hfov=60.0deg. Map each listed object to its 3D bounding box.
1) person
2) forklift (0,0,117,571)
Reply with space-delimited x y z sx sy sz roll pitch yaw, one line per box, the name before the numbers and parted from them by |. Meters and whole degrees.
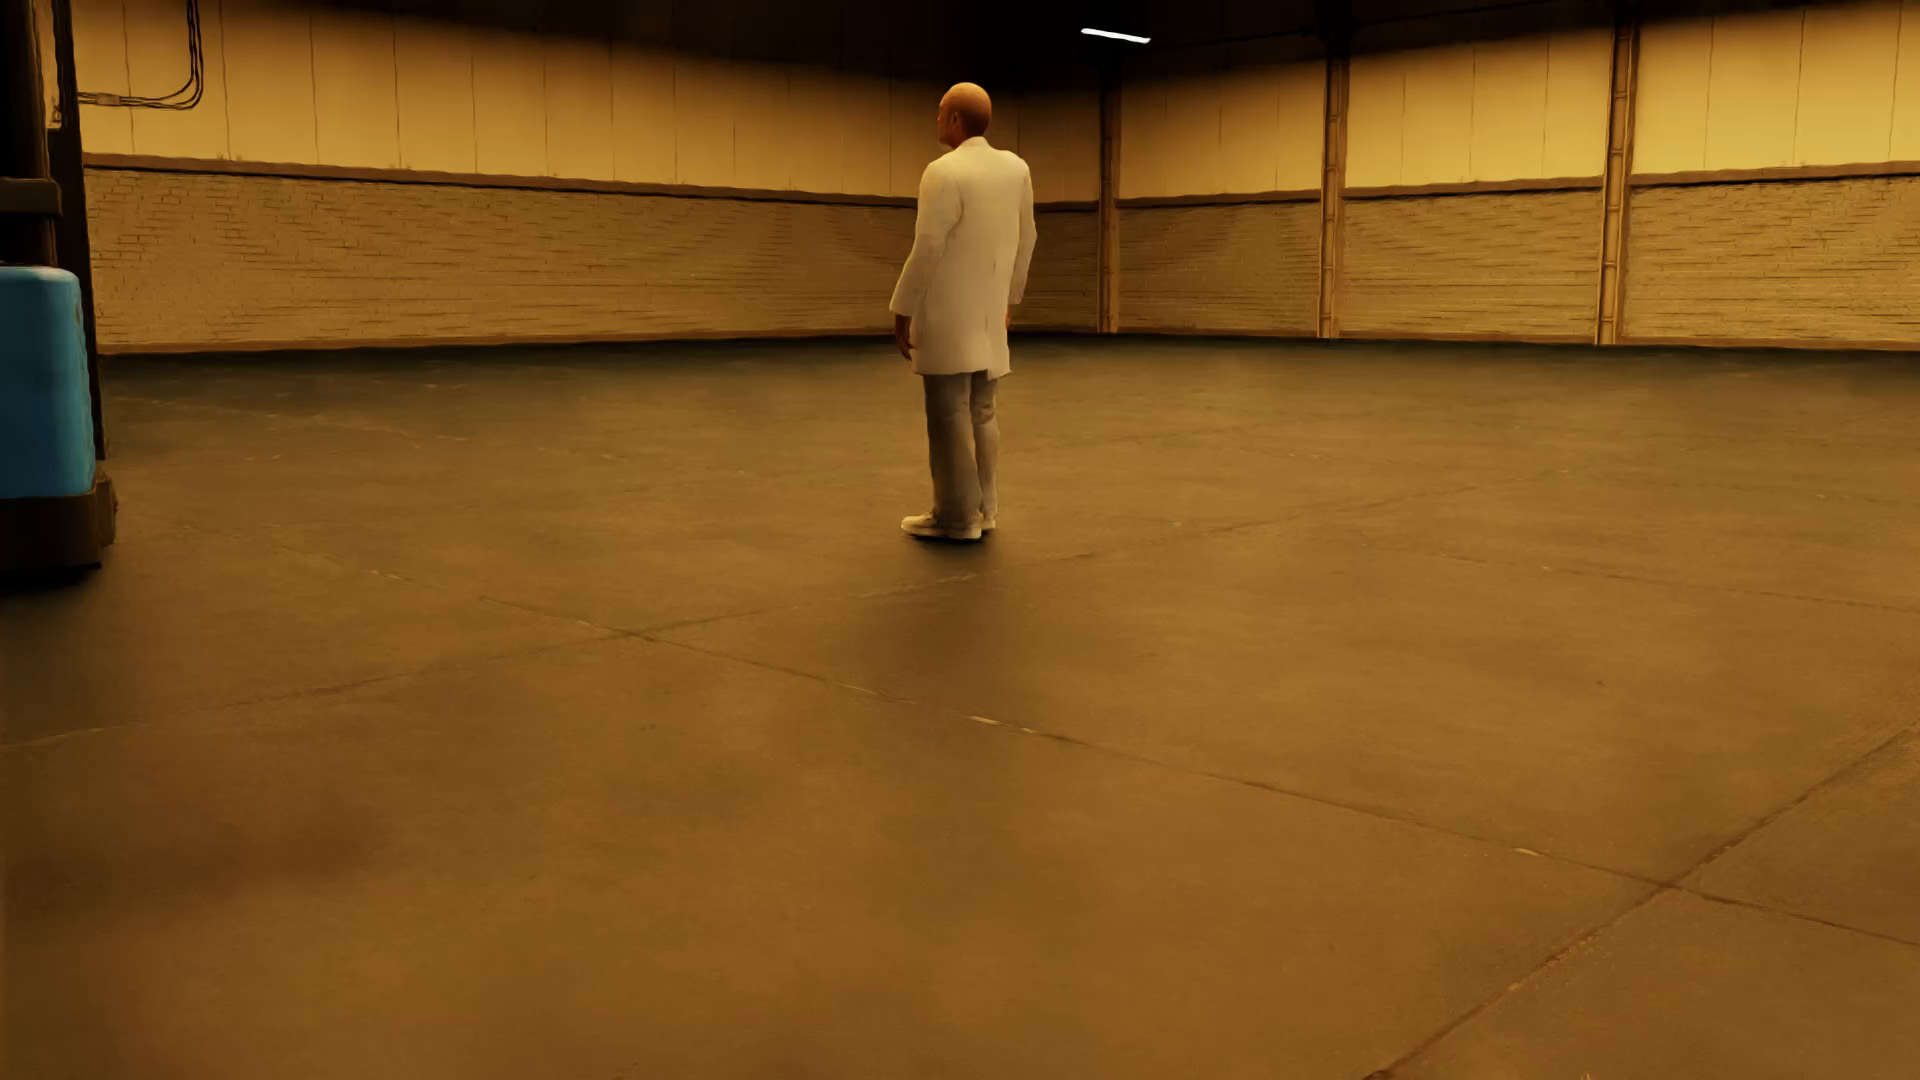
person | -0.062 -0.896 6.650 0.579 1.776 0.694 8 12 43
forklift | -4.077 -1.463 6.589 1.130 2.935 3.031 -4 10 -26
